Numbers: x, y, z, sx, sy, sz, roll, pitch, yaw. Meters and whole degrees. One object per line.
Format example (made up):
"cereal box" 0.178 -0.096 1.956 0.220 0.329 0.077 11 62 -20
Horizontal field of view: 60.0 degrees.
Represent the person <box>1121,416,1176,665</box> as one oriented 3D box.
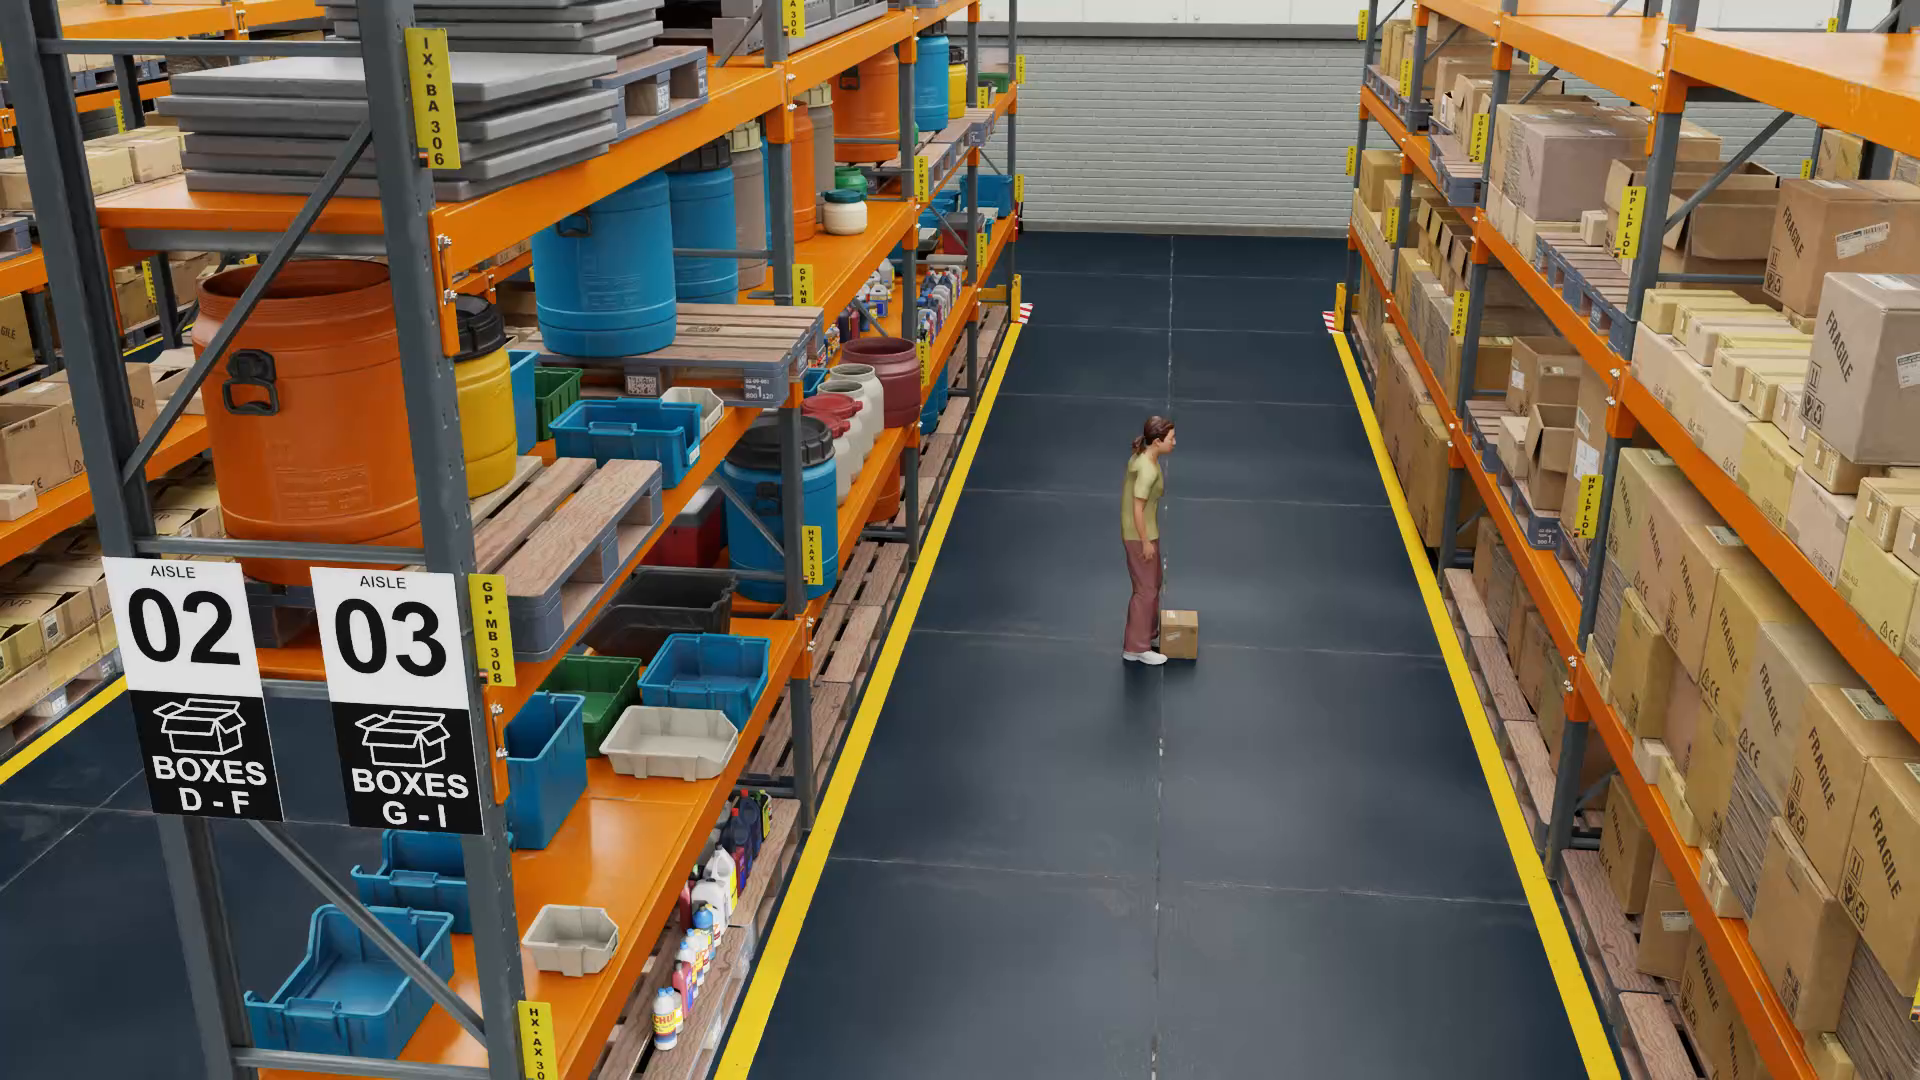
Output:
"person" 1.274 -0.023 11.144 0.403 1.673 0.499 3 21 6
